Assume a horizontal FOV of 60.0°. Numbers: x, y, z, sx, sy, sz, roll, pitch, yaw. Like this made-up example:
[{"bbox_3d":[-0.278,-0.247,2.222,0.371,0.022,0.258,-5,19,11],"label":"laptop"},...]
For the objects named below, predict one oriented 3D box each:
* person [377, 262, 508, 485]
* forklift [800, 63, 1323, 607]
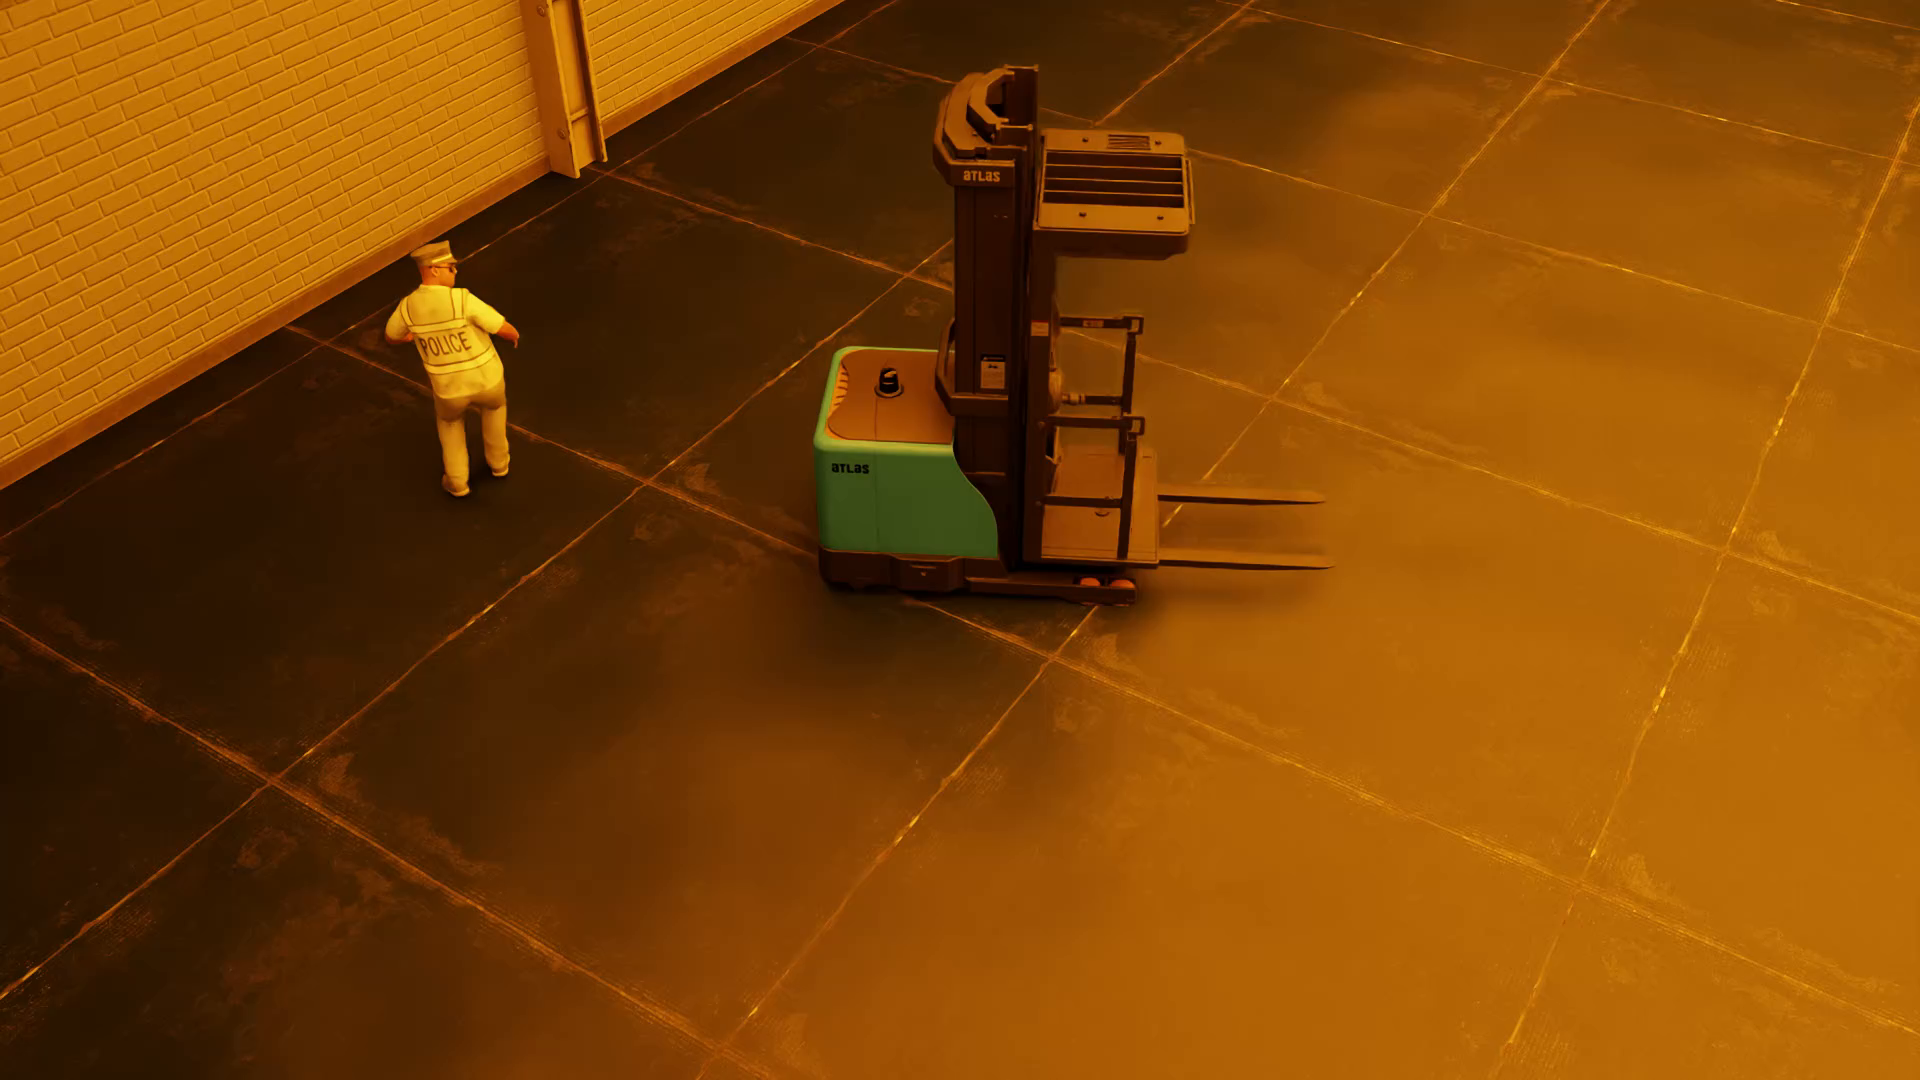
[{"bbox_3d":[-42232.500,-17314.939,20441.337,81278.863,2.658,58275.481,-2,40,-2],"label":"person"},{"bbox_3d":[0.634,-1.086,9.249,3.031,2.935,1.130,3,40,3],"label":"forklift"}]
